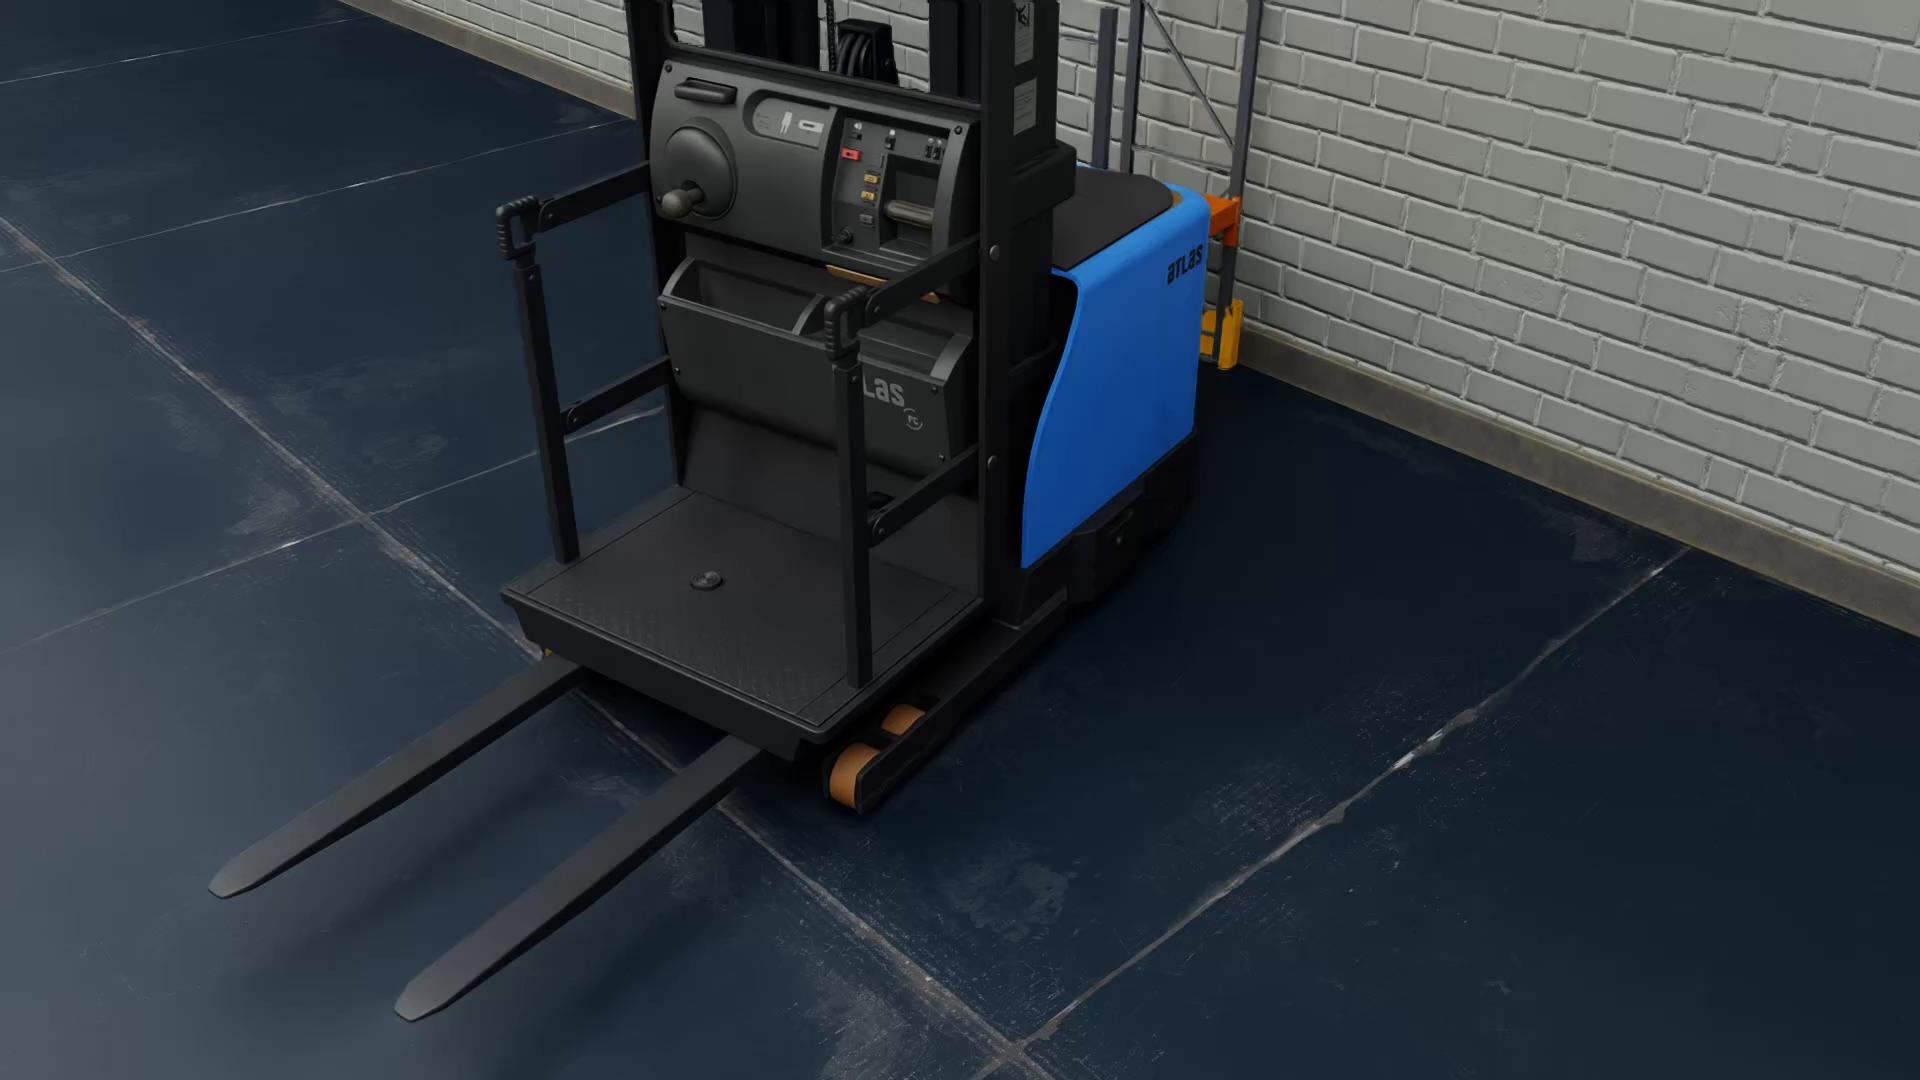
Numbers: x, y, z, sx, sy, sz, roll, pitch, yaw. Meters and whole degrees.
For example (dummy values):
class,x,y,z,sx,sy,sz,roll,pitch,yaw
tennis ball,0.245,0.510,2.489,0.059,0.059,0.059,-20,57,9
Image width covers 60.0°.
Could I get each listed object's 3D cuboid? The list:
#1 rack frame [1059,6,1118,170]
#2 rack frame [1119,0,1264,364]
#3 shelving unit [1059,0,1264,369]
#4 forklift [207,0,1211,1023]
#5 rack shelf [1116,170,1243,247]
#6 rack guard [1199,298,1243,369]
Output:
class,x,y,z,sx,sy,sz,roll,pitch,yaw
rack frame,0.237,-0.984,5.370,0.500,1.500,0.032,20,35,29
rack frame,0.814,-1.397,6.098,0.500,1.500,0.032,20,35,29
shelving unit,0.531,-1.194,5.740,0.587,1.500,1.083,20,35,29
forklift,-0.499,-0.861,3.849,1.130,2.935,3.031,20,37,29
rack shelf,0.523,-1.035,5.825,0.538,0.185,1.000,20,35,29
rack guard,0.802,-0.856,6.412,0.587,0.250,0.087,20,35,29
